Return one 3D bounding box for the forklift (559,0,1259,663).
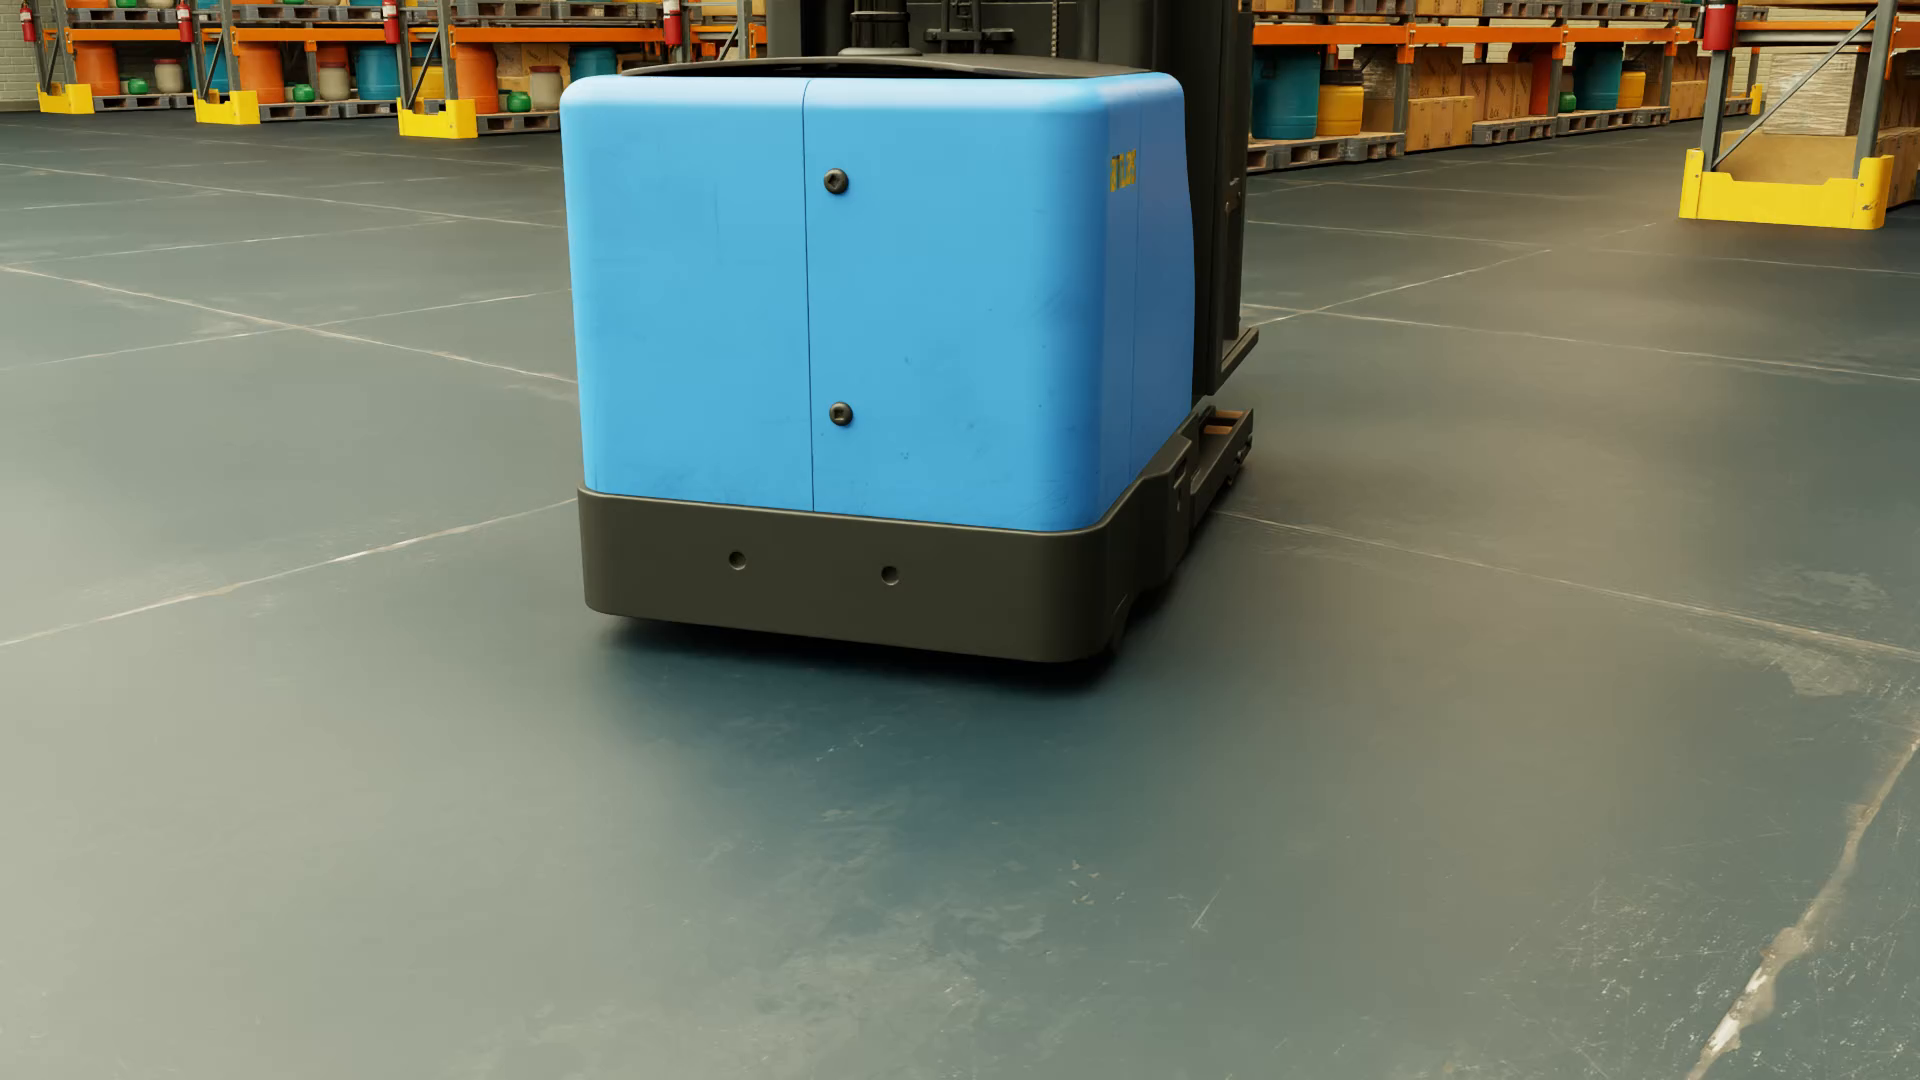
[{"bbox_3d":[0.182,-1.571,4.072,1.130,2.935,3.031,5,18,17],"label":"forklift"}]
